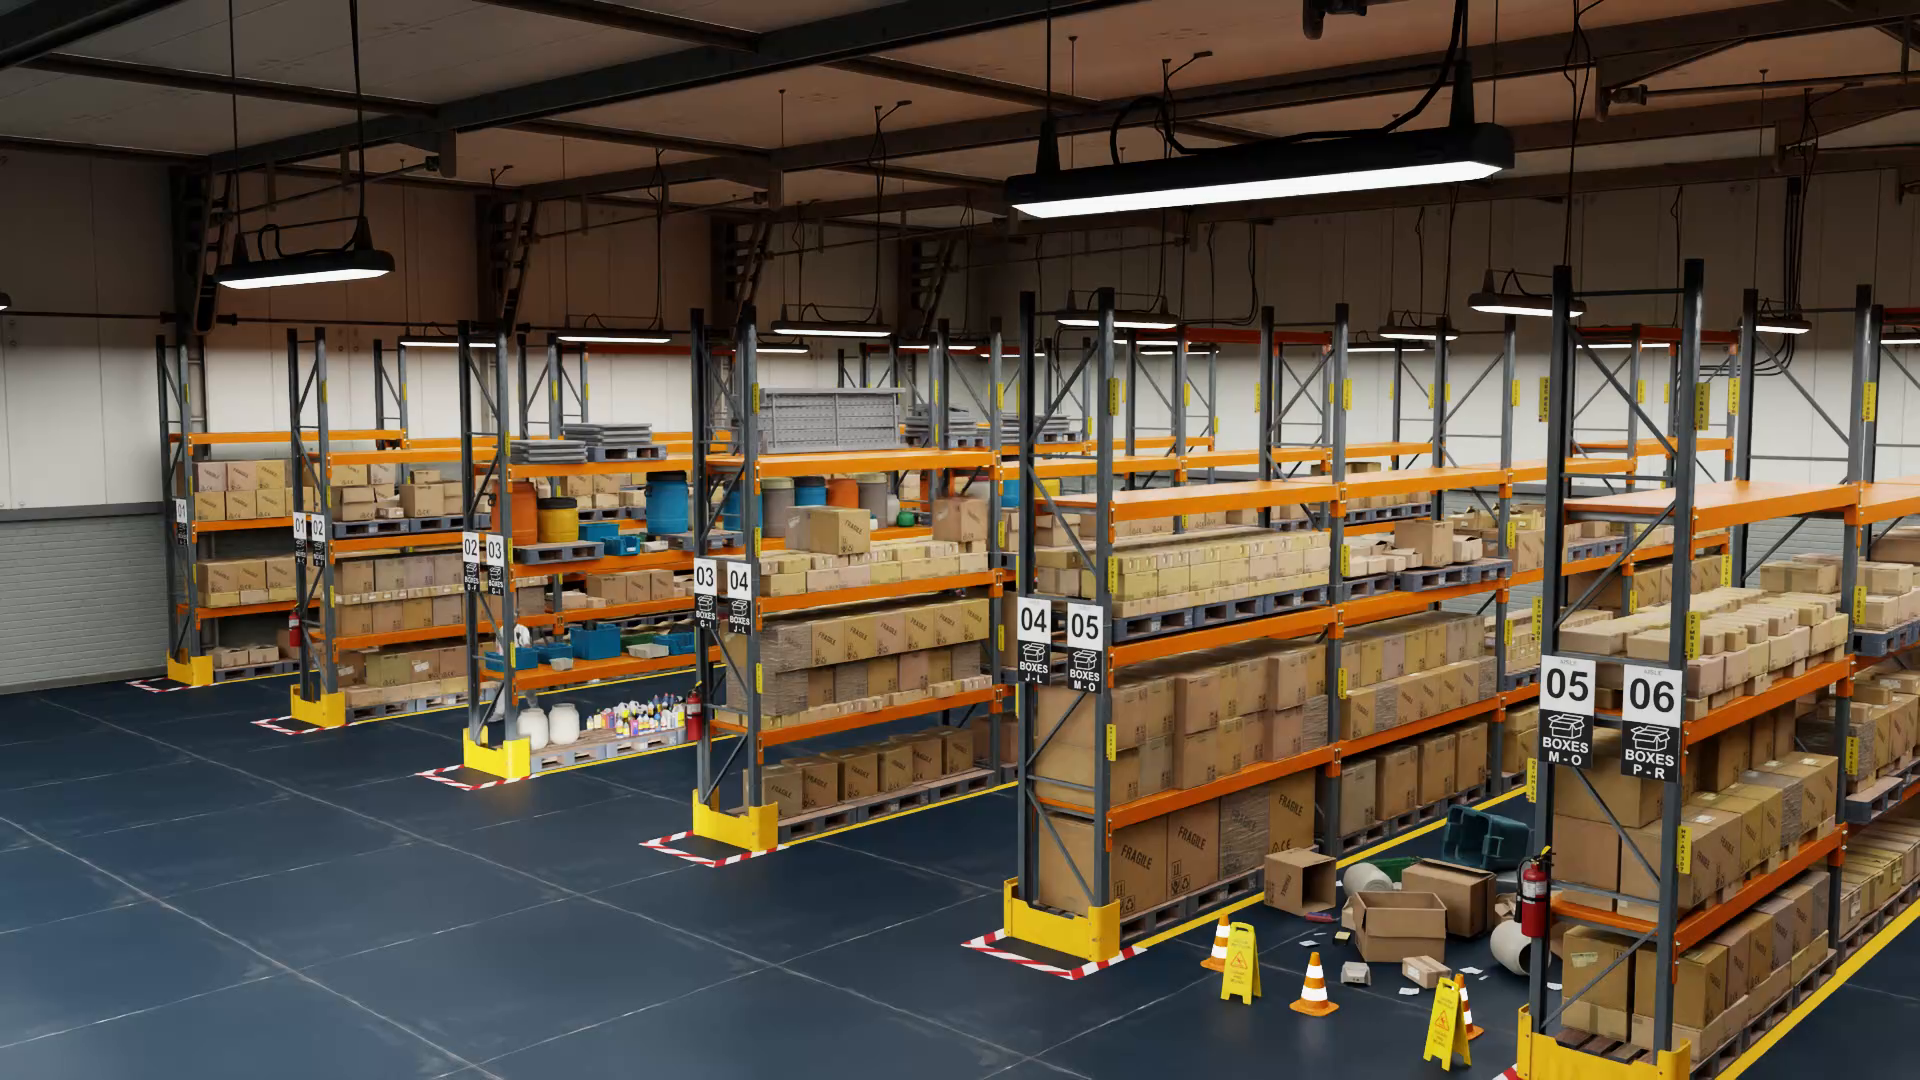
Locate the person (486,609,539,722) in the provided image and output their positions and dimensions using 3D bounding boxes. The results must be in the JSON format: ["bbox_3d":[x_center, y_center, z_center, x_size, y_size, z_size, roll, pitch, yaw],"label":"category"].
[{"bbox_3d":[-6.868,1.886,25.538,0.618,1.693,1.102,1,6,14],"label":"person"}]
